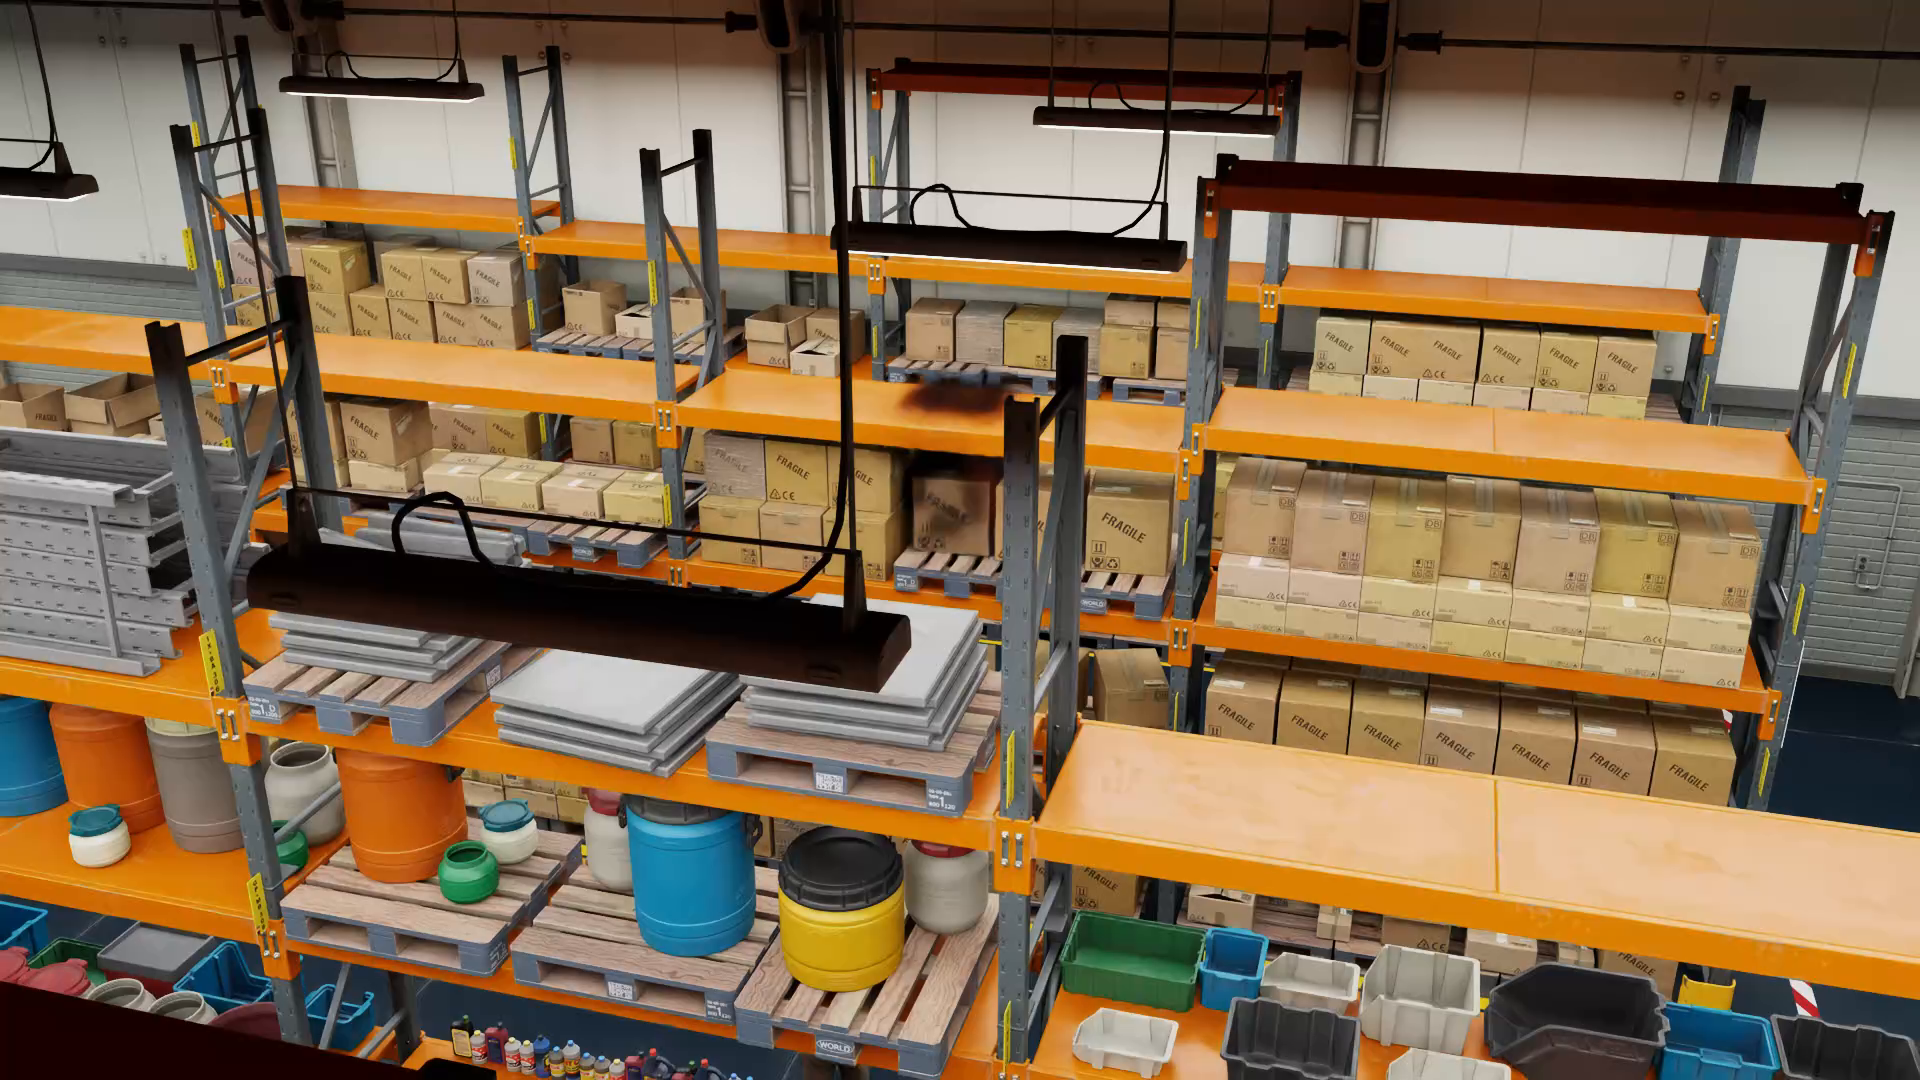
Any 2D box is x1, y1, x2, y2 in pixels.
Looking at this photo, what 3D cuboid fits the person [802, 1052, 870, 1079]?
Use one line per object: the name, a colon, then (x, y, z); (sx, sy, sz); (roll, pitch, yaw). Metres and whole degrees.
person: (-0.793, 3.217, 10.567); (0.440, 1.675, 0.374); (-7, 24, -16)
